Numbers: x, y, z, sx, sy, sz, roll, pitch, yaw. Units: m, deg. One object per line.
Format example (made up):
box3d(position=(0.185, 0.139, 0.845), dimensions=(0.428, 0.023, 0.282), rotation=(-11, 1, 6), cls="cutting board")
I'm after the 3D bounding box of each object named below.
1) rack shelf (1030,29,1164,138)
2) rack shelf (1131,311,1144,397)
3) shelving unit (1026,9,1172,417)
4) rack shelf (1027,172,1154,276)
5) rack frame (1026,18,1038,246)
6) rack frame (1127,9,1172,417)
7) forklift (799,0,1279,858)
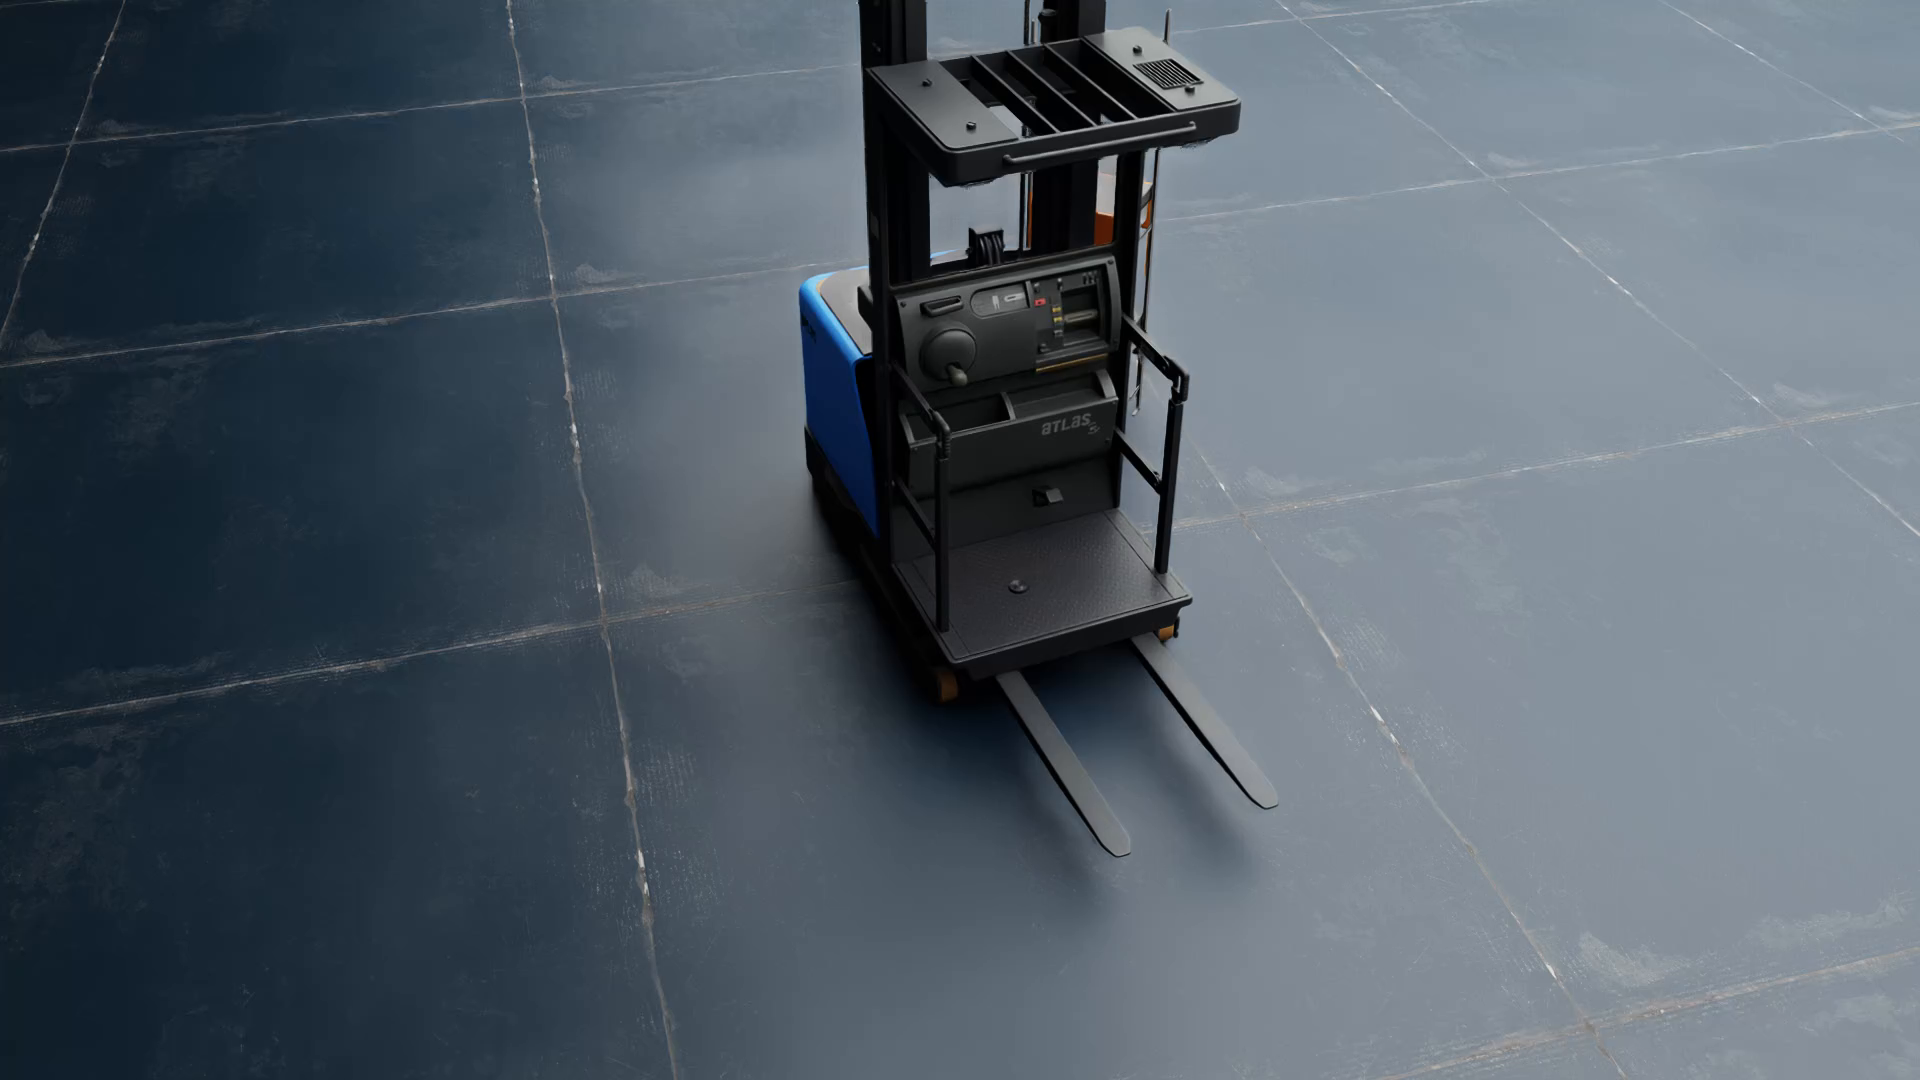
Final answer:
box3d(position=(0.625, -2.020, 7.533), dimensions=(0.480, 0.518, 0.431), rotation=(16, 40, 20), cls="rack shelf")
box3d(position=(0.625, -0.908, 8.384), dimensions=(0.480, 0.518, 0.431), rotation=(16, 40, 20), cls="rack shelf")
box3d(position=(0.625, -1.475, 7.950), dimensions=(0.503, 2.100, 0.431), rotation=(16, 40, 20), cls="shelving unit")
box3d(position=(0.625, -1.464, 7.958), dimensions=(0.480, 0.518, 0.431), rotation=(16, 40, 20), cls="rack shelf")
box3d(position=(0.405, -1.539, 8.034), dimensions=(0.015, 2.100, 0.400), rotation=(16, 40, 20), cls="rack frame")
box3d(position=(0.845, -1.411, 7.866), dimensions=(0.015, 2.100, 0.400), rotation=(16, 40, 20), cls="rack frame")
box3d(position=(0.284, -0.786, 6.365), dimensions=(1.130, 2.935, 3.031), rotation=(-14, 40, -18), cls="forklift")
